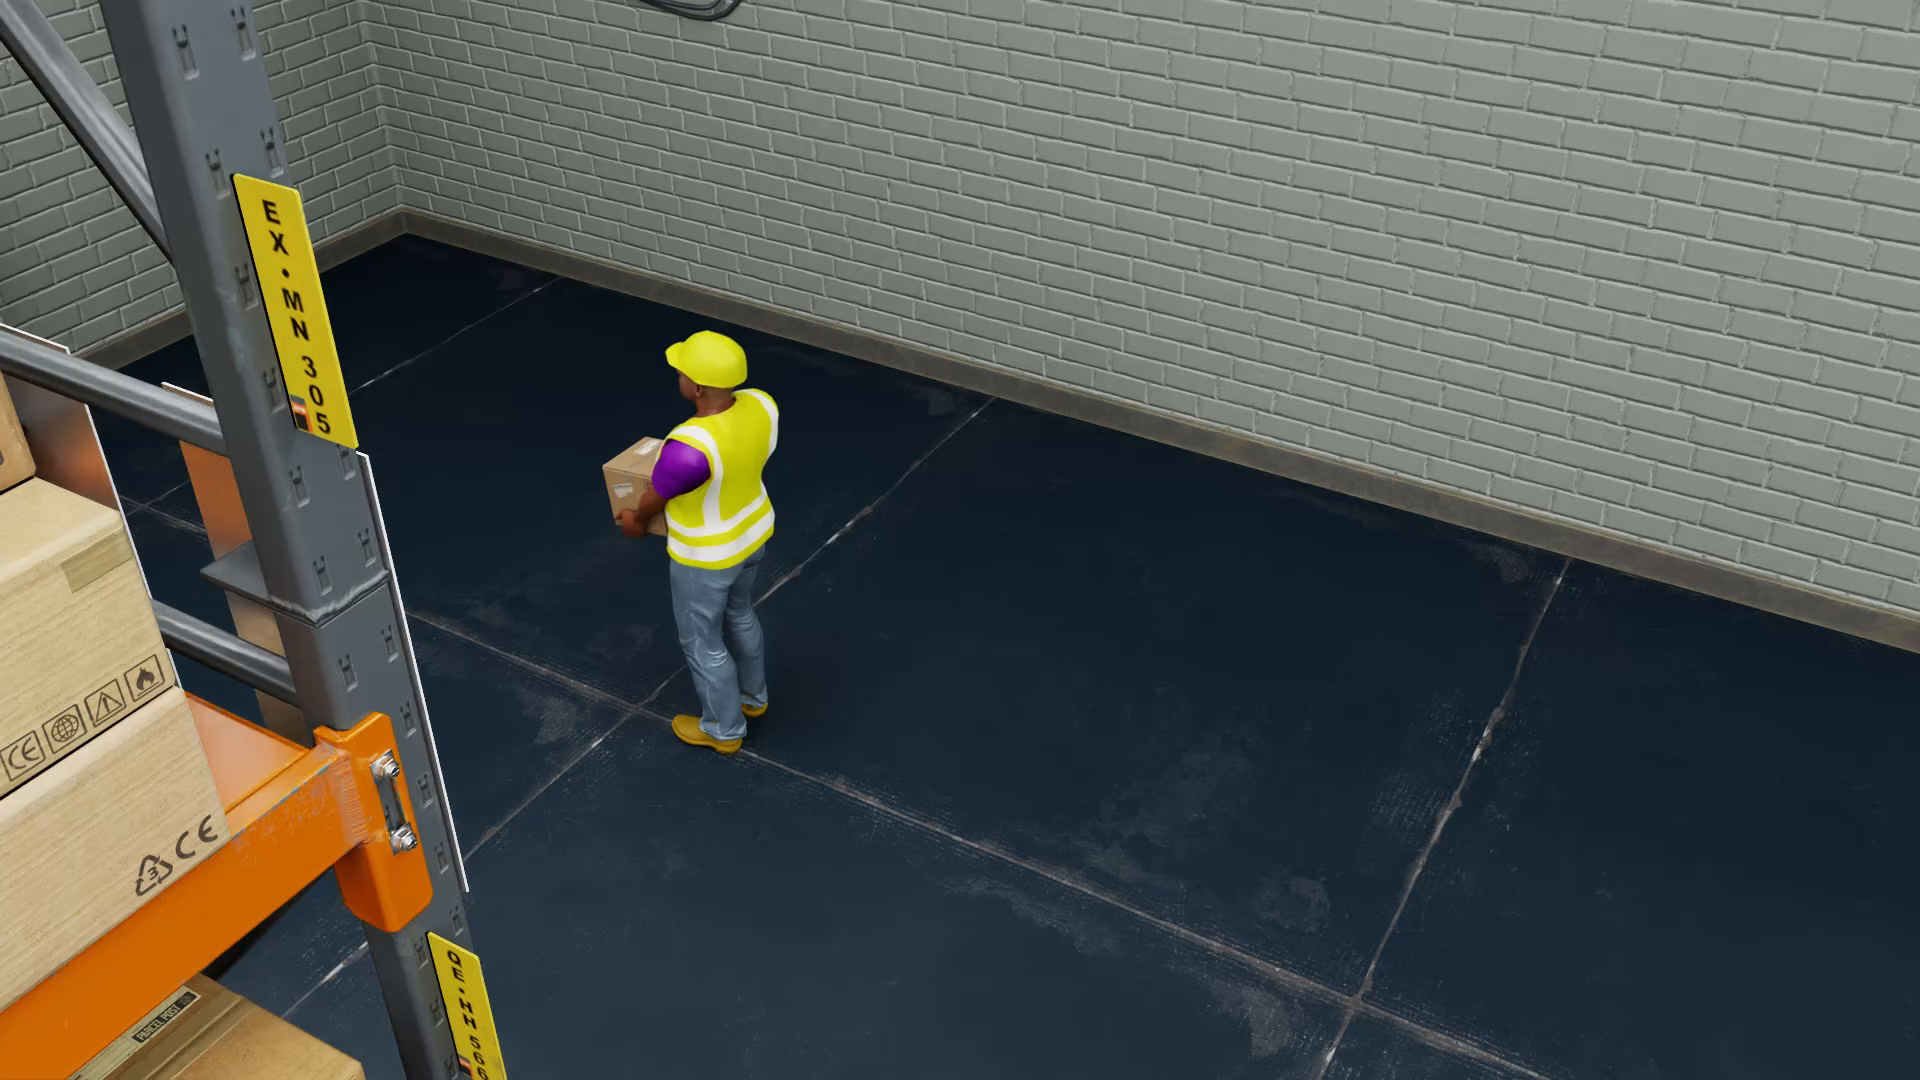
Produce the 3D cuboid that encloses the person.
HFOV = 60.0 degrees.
[{"bbox_3d":[-0.971,-0.012,6.145,0.577,1.760,0.503,18,38,25],"label":"person"}]
